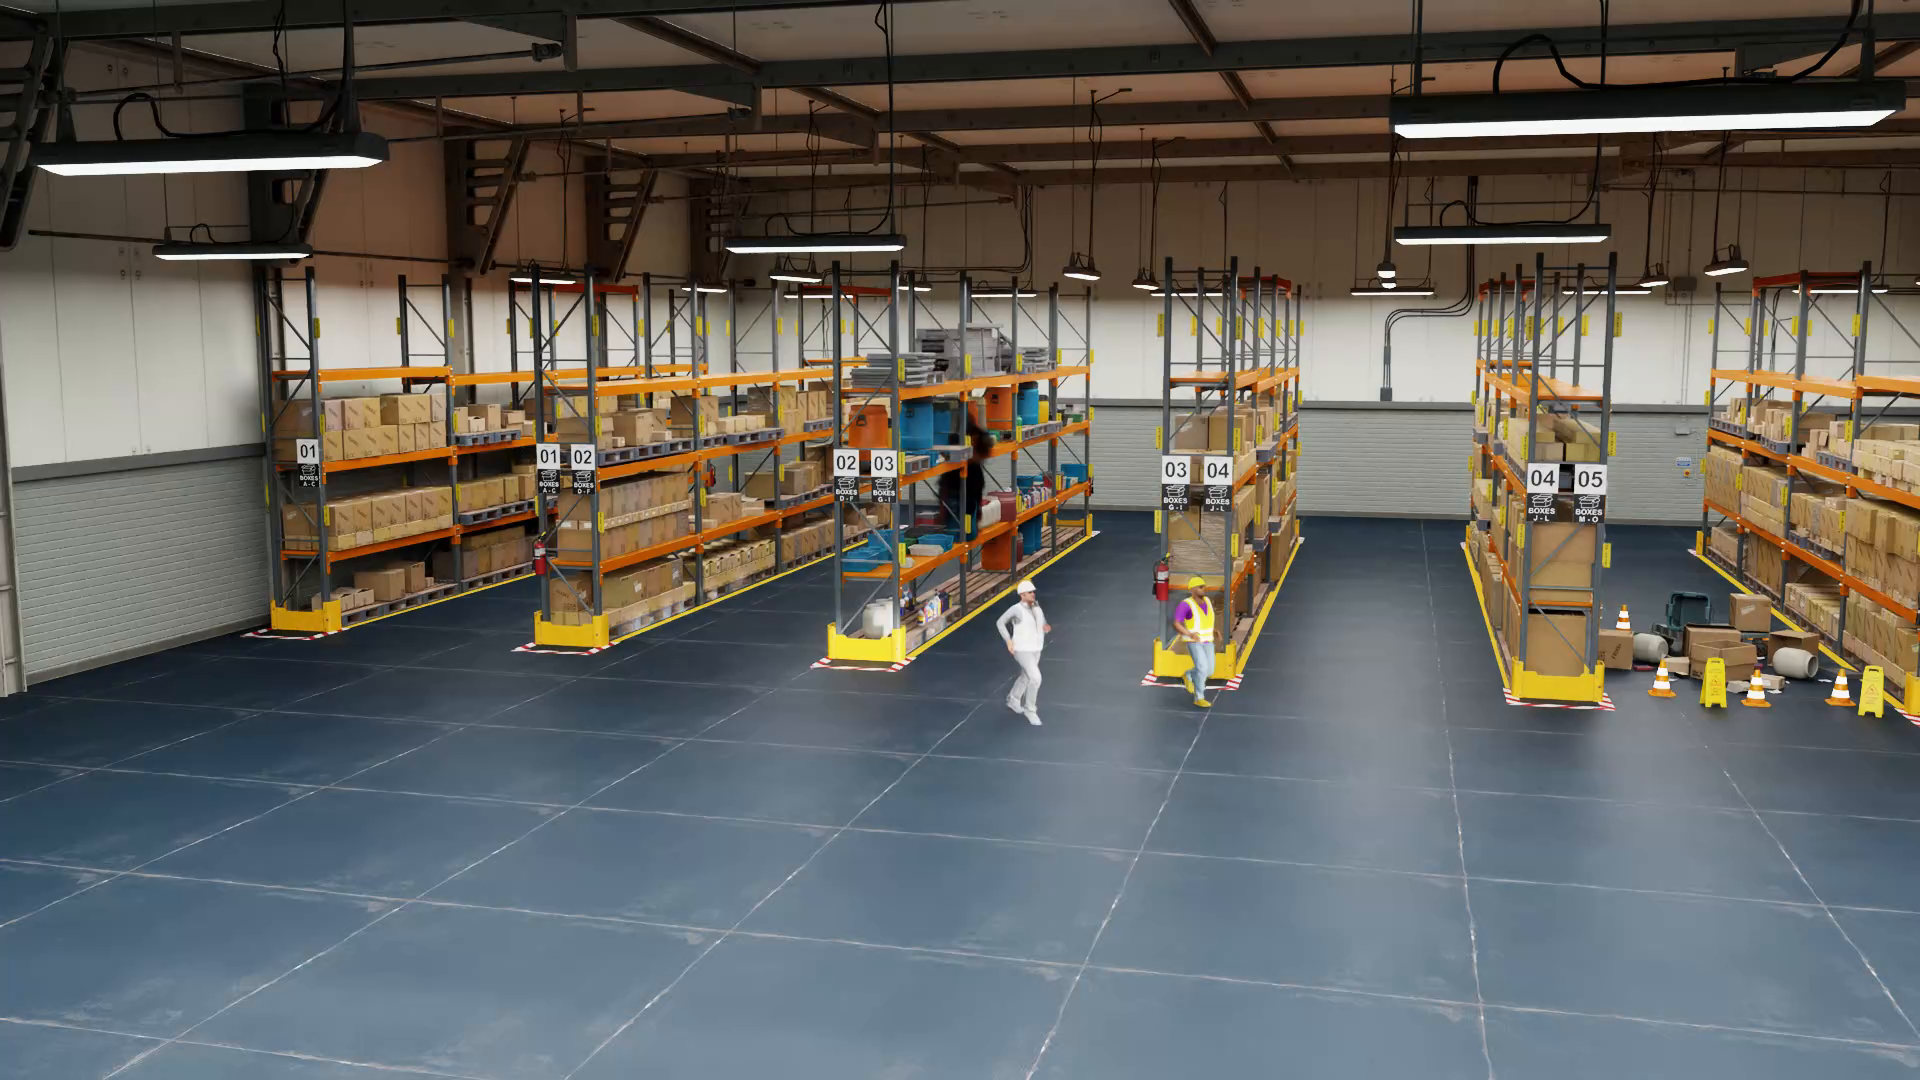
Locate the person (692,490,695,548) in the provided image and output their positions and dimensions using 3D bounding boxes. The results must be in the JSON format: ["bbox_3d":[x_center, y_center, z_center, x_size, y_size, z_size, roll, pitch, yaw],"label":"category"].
[{"bbox_3d":[-5.512,-0.248,34.938,0.560,1.688,0.785,1,7,10],"label":"person"}]

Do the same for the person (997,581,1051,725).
[{"bbox_3d":[0.855,1.433,21.295,0.767,1.833,0.625,6,10,41],"label":"person"}]

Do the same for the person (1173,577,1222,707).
[{"bbox_3d":[3.134,1.338,22.174,0.722,1.722,0.644,-5,9,-34],"label":"person"}]
